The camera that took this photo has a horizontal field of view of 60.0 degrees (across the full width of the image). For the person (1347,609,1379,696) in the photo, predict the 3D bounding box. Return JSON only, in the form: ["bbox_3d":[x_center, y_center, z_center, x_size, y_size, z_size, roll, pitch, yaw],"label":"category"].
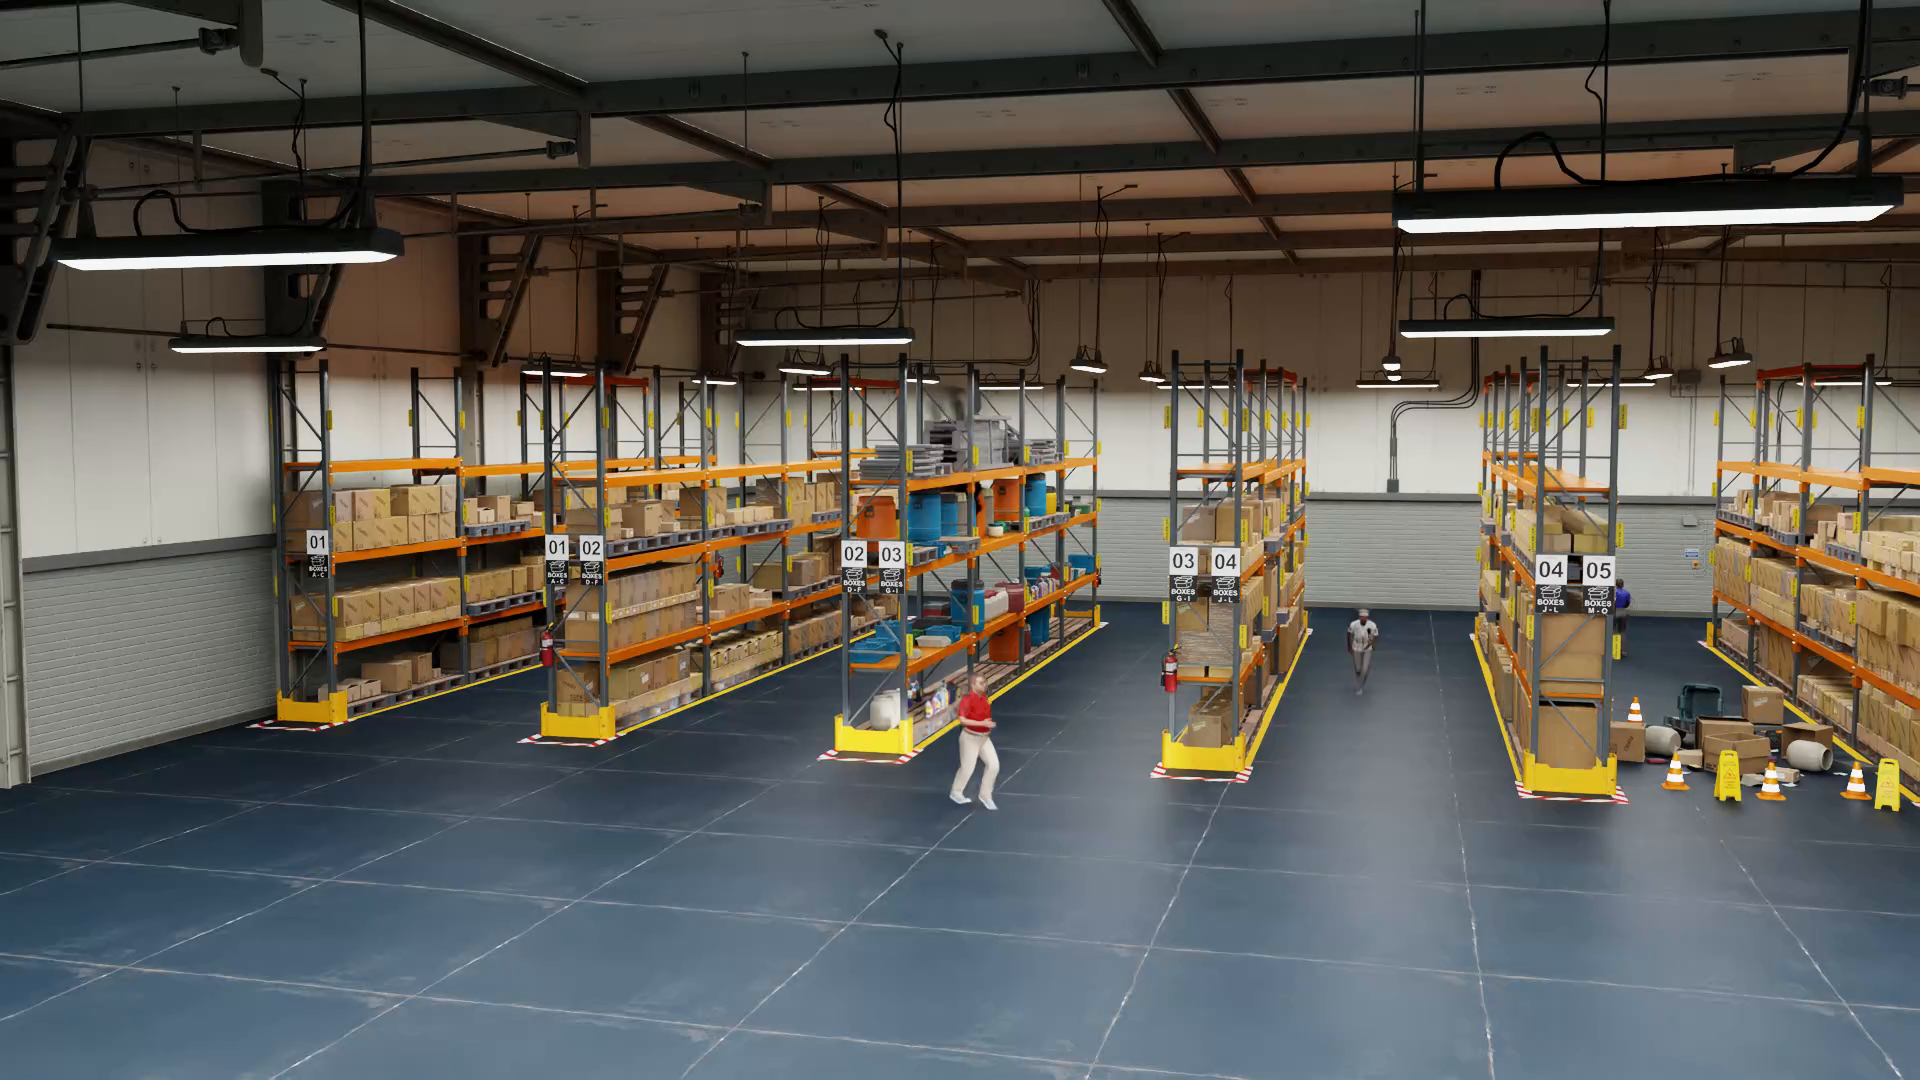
[{"bbox_3d":[7.354,2.036,30.388,0.565,1.619,0.705,1,4,10],"label":"person"}]

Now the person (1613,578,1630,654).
[{"bbox_3d":[14.076,1.619,35.635,0.542,1.613,0.719,0,4,-2],"label":"person"}]

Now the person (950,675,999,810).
[{"bbox_3d":[0.196,2.629,21.409,0.783,1.791,0.640,4,5,40],"label":"person"}]
